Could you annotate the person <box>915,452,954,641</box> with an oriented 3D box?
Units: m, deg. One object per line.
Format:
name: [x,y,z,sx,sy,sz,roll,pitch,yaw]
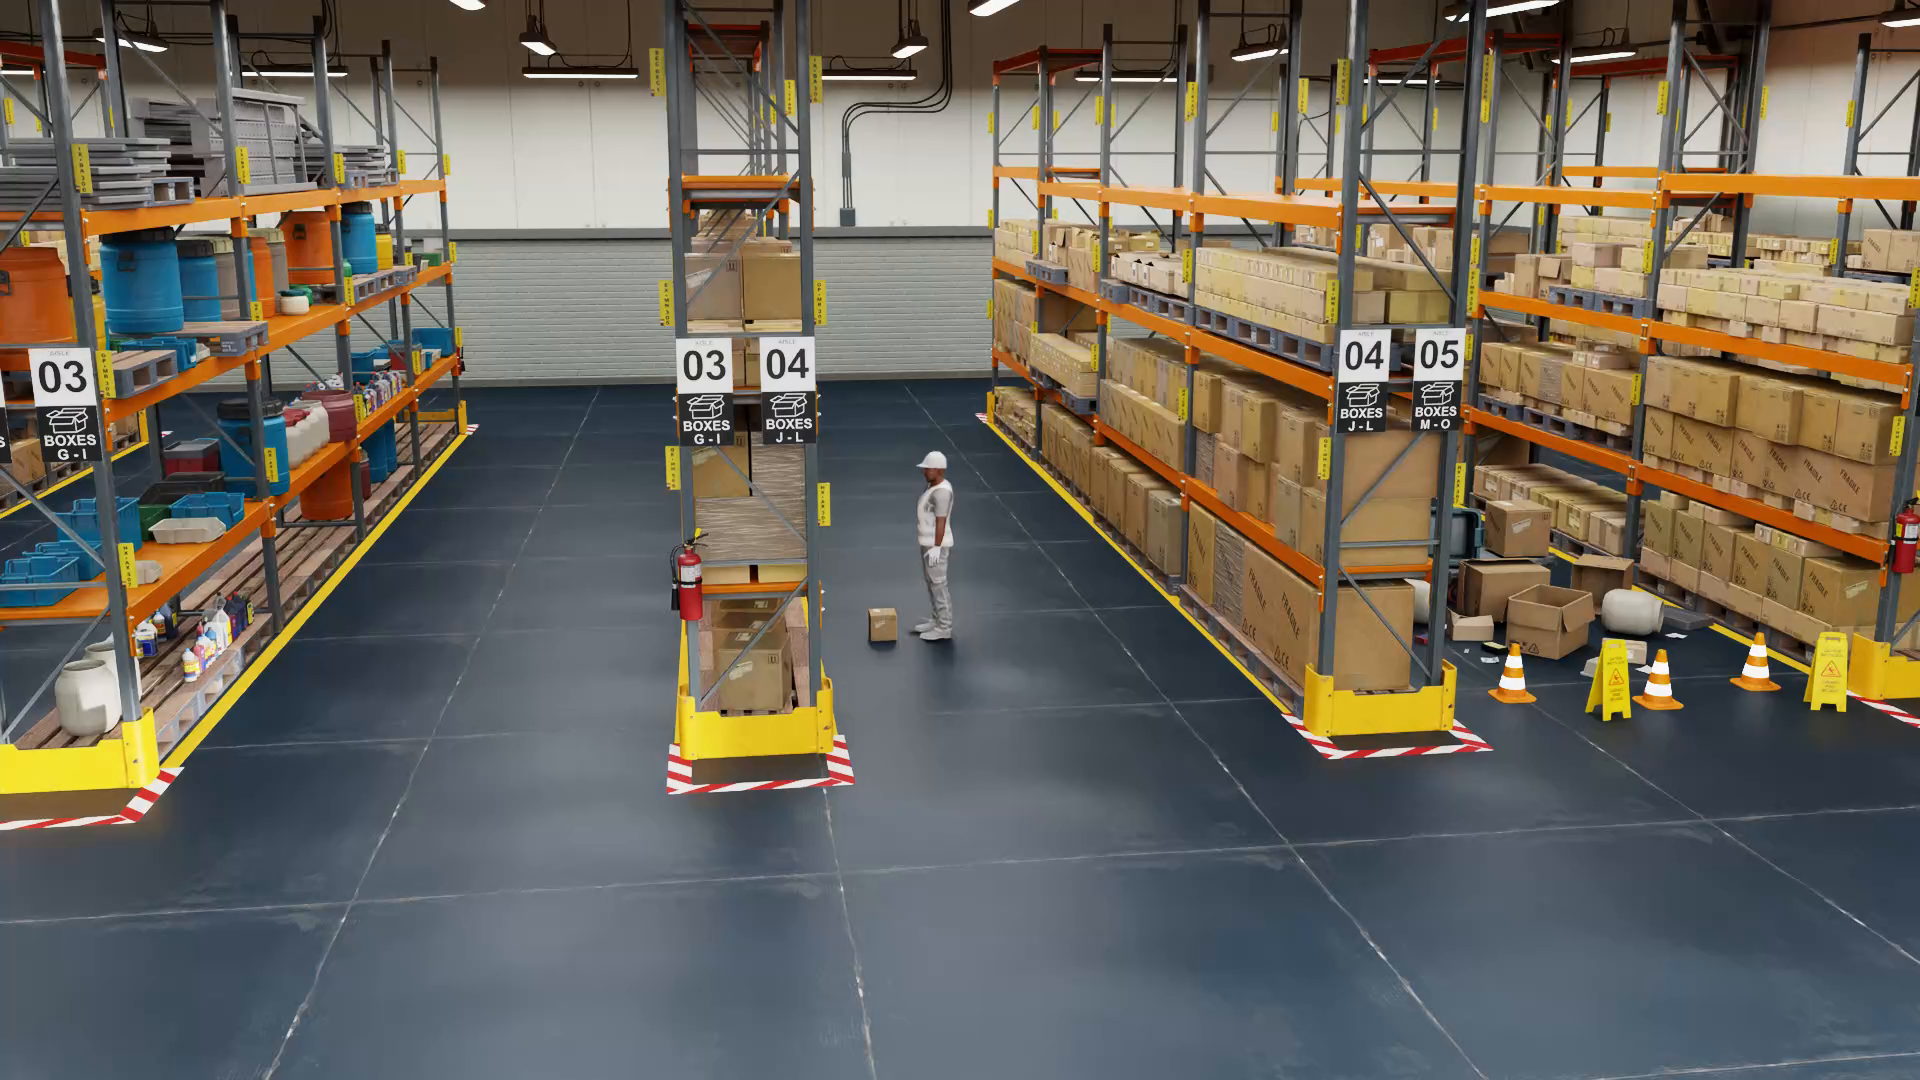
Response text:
person: [-0.241,0.046,15.733,0.358,1.784,0.545,-1,13,-6]
